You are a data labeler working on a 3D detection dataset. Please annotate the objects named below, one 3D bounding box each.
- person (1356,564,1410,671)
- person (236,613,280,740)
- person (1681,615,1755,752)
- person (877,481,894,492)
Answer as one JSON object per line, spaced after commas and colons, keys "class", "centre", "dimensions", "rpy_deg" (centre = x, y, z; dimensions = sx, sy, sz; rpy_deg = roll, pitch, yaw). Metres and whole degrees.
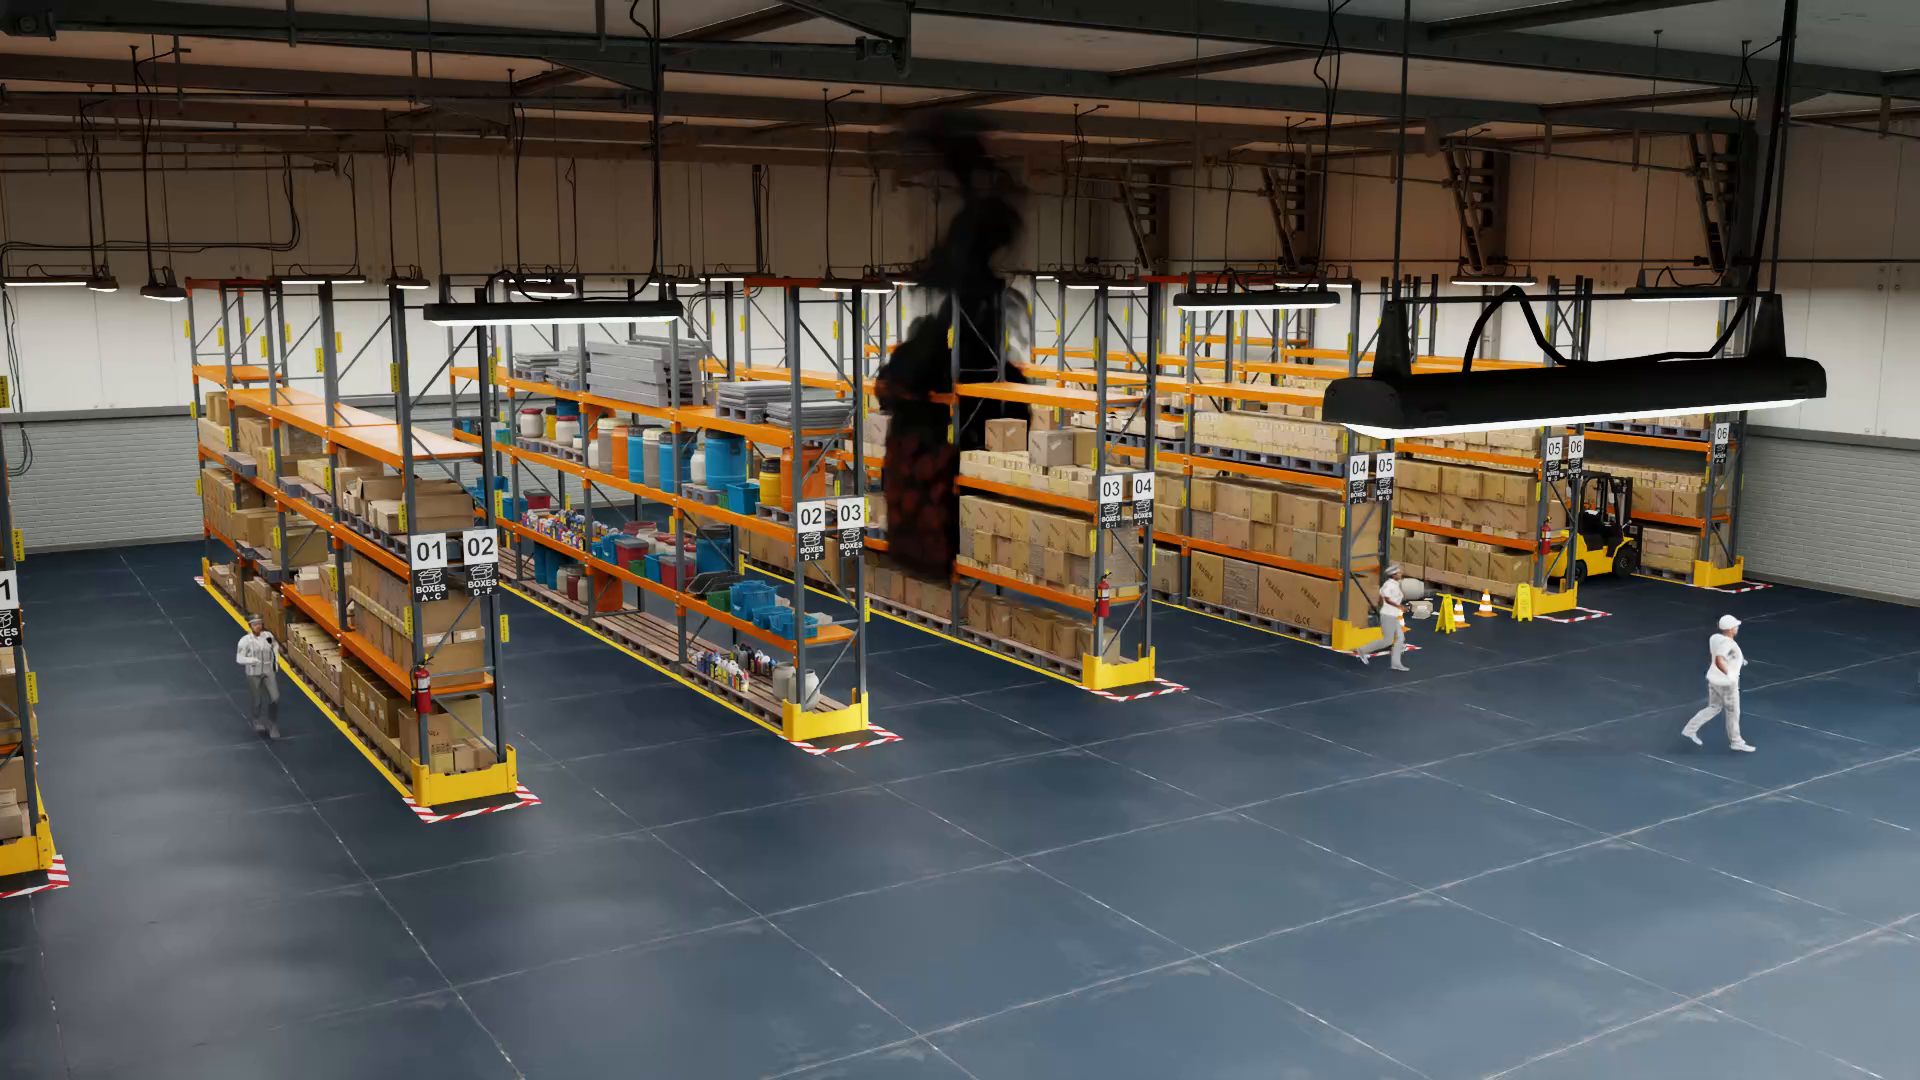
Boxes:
{"class": "person", "centre": [6.679, 1.191, 26.083], "dimensions": [0.803, 1.643, 0.632], "rpy_deg": [3, 10, 15]}
{"class": "person", "centre": [-9.325, 1.818, 22.183], "dimensions": [0.590, 1.740, 0.726], "rpy_deg": [-7, 12, -35]}
{"class": "person", "centre": [9.881, 1.845, 21.536], "dimensions": [0.902, 1.779, 0.679], "rpy_deg": [0, 10, 2]}
{"class": "person", "centre": [-1.878, -1.563, 42.343], "dimensions": [0.520, 1.634, 0.846], "rpy_deg": [0, 10, 1]}
